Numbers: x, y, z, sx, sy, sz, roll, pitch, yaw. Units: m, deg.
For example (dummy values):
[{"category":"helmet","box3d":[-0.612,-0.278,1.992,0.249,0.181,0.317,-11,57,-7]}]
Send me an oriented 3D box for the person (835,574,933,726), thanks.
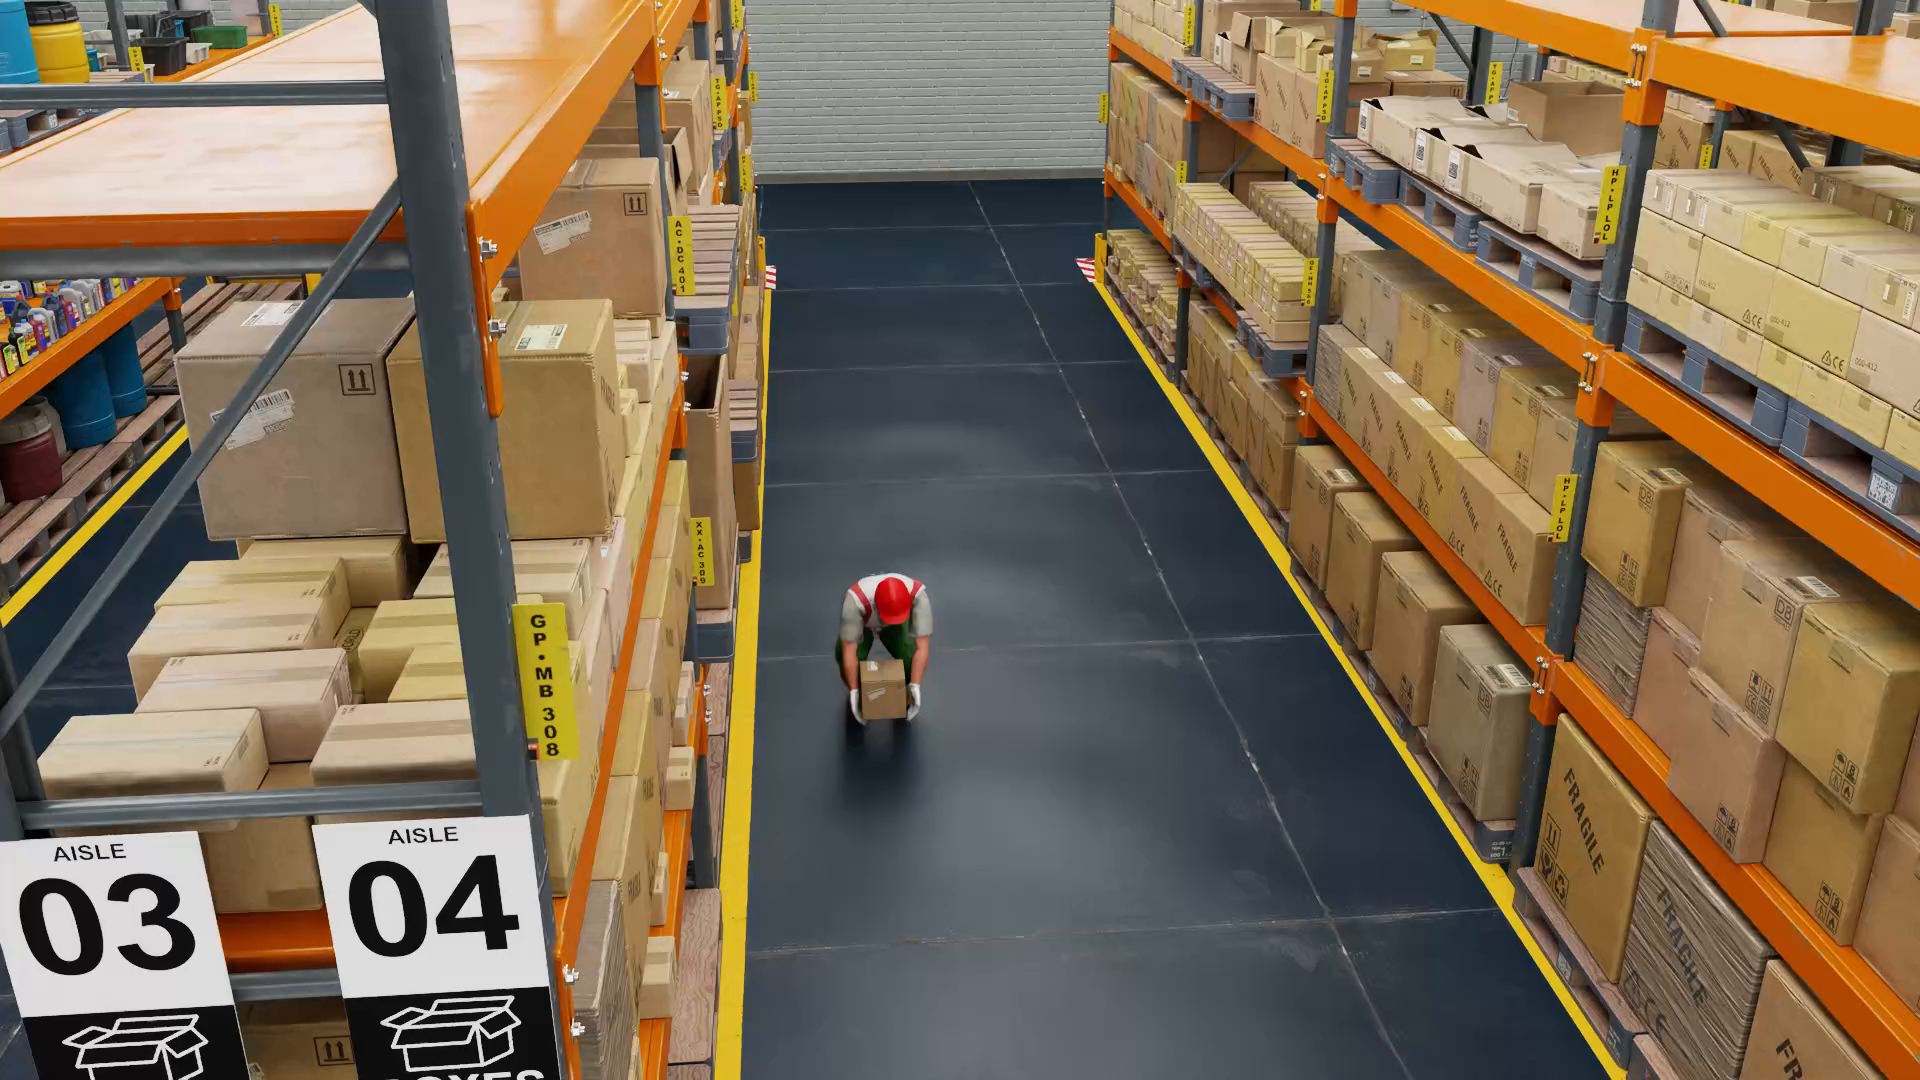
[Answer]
[{"category":"person","box3d":[-0.452,0.564,9.777,0.572,0.994,0.887,-2,24,-5]}]
